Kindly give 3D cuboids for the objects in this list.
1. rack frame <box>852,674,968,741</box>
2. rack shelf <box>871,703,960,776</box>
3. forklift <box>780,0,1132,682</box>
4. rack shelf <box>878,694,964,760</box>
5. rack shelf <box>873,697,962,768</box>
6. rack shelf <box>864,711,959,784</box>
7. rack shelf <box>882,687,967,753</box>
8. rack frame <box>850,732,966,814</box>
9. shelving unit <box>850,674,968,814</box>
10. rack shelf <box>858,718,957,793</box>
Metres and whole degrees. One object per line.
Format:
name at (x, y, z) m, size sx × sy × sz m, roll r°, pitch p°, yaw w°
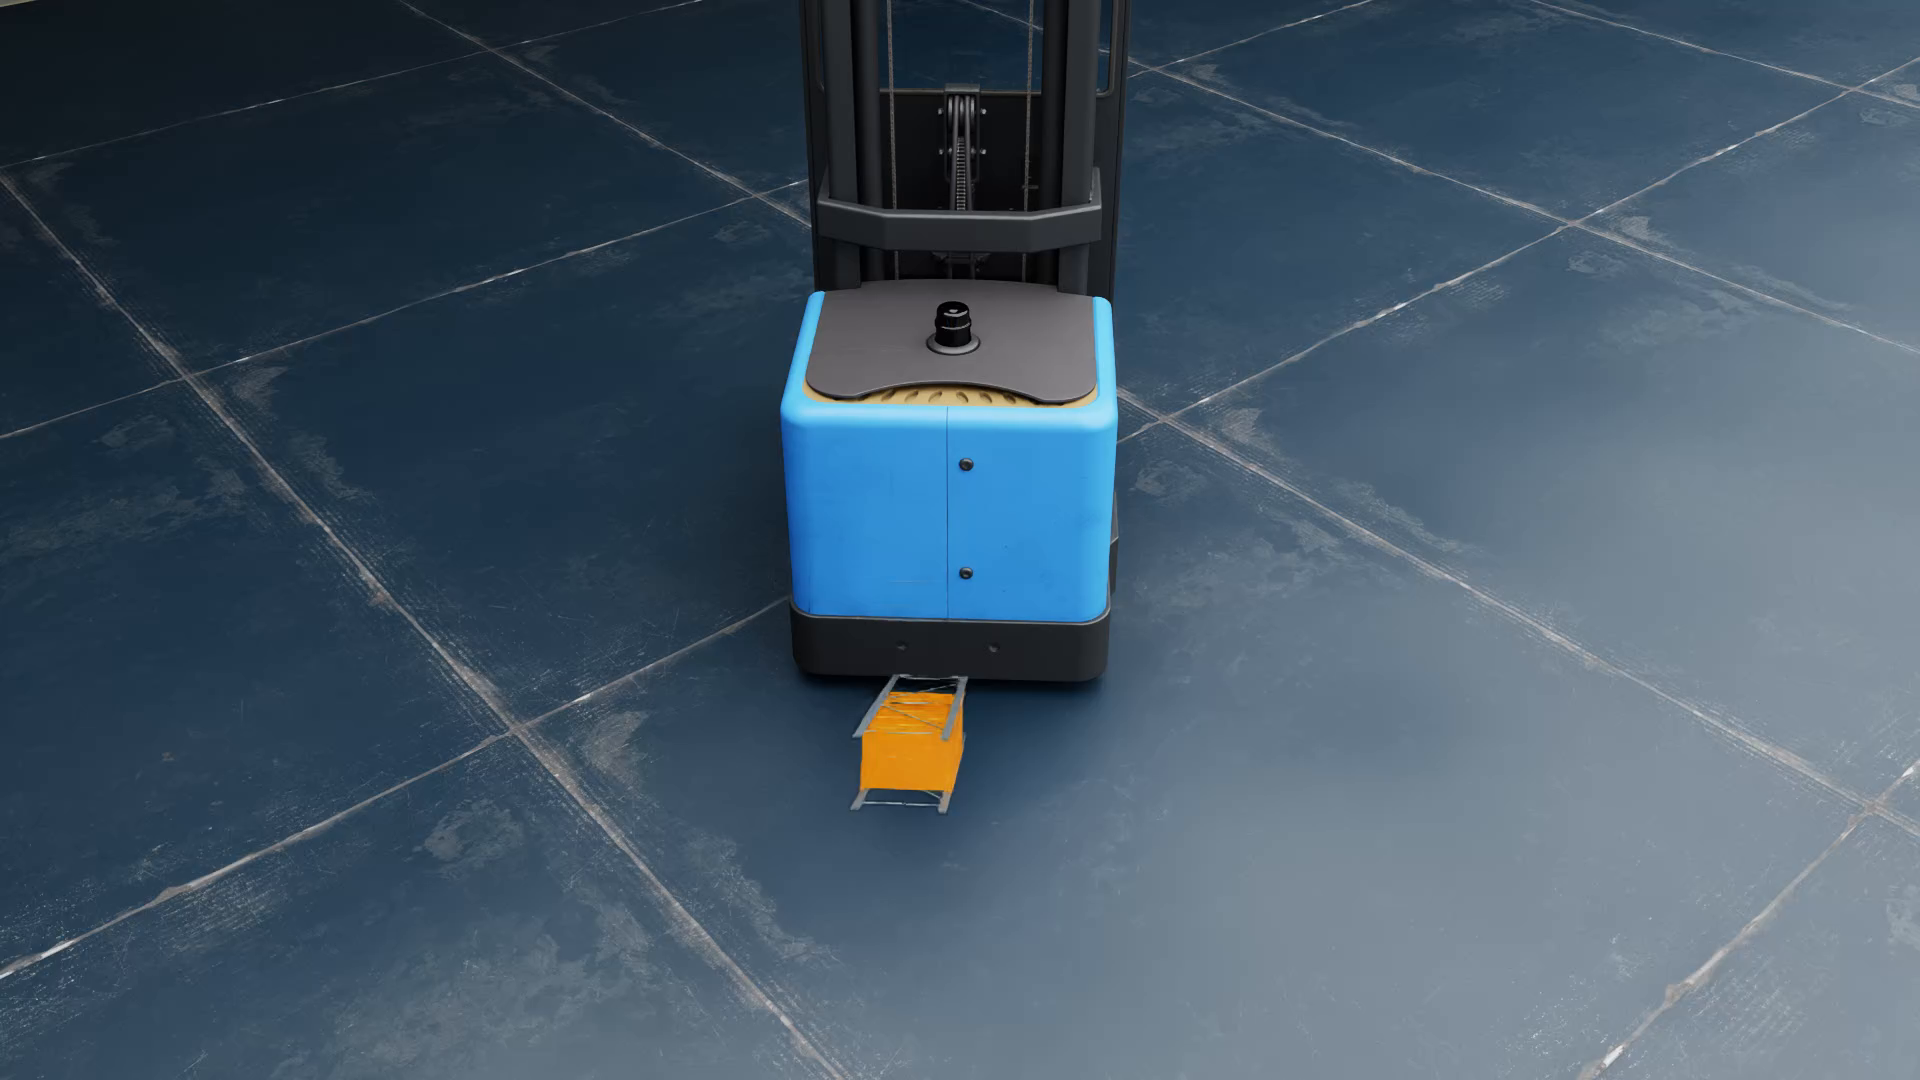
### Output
rack frame at (-0.122, 0.466, 4.755) m, size 0.240 × 0.006 × 1.200 m, roll 2°, pitch 3°, yaw 3°
rack shelf at (-0.128, 0.561, 4.684) m, size 0.258 × 0.180 × 0.103 m, roll 2°, pitch 3°, yaw 3°
forklift at (0.028, -1.555, 5.910) m, size 1.130 × 2.935 × 3.031 m, roll 1°, pitch 35°, yaw 2°
rack shelf at (-0.117, 0.550, 4.924) m, size 0.258 × 0.180 × 0.103 m, roll 2°, pitch 3°, yaw 3°
rack shelf at (-0.122, 0.555, 4.804) m, size 0.258 × 0.180 × 0.103 m, roll 2°, pitch 3°, yaw 3°
rack shelf at (-0.134, 0.567, 4.565) m, size 0.258 × 0.180 × 0.103 m, roll 2°, pitch 3°, yaw 3°
rack shelf at (-0.111, 0.544, 5.044) m, size 0.258 × 0.180 × 0.103 m, roll 2°, pitch 3°, yaw 3°
rack frame at (-0.127, 0.649, 4.764) m, size 0.240 × 0.006 × 1.200 m, roll 2°, pitch 3°, yaw 3°
shelving unit at (-0.125, 0.558, 4.760) m, size 0.258 × 0.189 × 1.200 m, roll 2°, pitch 3°, yaw 3°
rack shelf at (-0.139, 0.573, 4.445) m, size 0.258 × 0.180 × 0.103 m, roll 2°, pitch 3°, yaw 3°
